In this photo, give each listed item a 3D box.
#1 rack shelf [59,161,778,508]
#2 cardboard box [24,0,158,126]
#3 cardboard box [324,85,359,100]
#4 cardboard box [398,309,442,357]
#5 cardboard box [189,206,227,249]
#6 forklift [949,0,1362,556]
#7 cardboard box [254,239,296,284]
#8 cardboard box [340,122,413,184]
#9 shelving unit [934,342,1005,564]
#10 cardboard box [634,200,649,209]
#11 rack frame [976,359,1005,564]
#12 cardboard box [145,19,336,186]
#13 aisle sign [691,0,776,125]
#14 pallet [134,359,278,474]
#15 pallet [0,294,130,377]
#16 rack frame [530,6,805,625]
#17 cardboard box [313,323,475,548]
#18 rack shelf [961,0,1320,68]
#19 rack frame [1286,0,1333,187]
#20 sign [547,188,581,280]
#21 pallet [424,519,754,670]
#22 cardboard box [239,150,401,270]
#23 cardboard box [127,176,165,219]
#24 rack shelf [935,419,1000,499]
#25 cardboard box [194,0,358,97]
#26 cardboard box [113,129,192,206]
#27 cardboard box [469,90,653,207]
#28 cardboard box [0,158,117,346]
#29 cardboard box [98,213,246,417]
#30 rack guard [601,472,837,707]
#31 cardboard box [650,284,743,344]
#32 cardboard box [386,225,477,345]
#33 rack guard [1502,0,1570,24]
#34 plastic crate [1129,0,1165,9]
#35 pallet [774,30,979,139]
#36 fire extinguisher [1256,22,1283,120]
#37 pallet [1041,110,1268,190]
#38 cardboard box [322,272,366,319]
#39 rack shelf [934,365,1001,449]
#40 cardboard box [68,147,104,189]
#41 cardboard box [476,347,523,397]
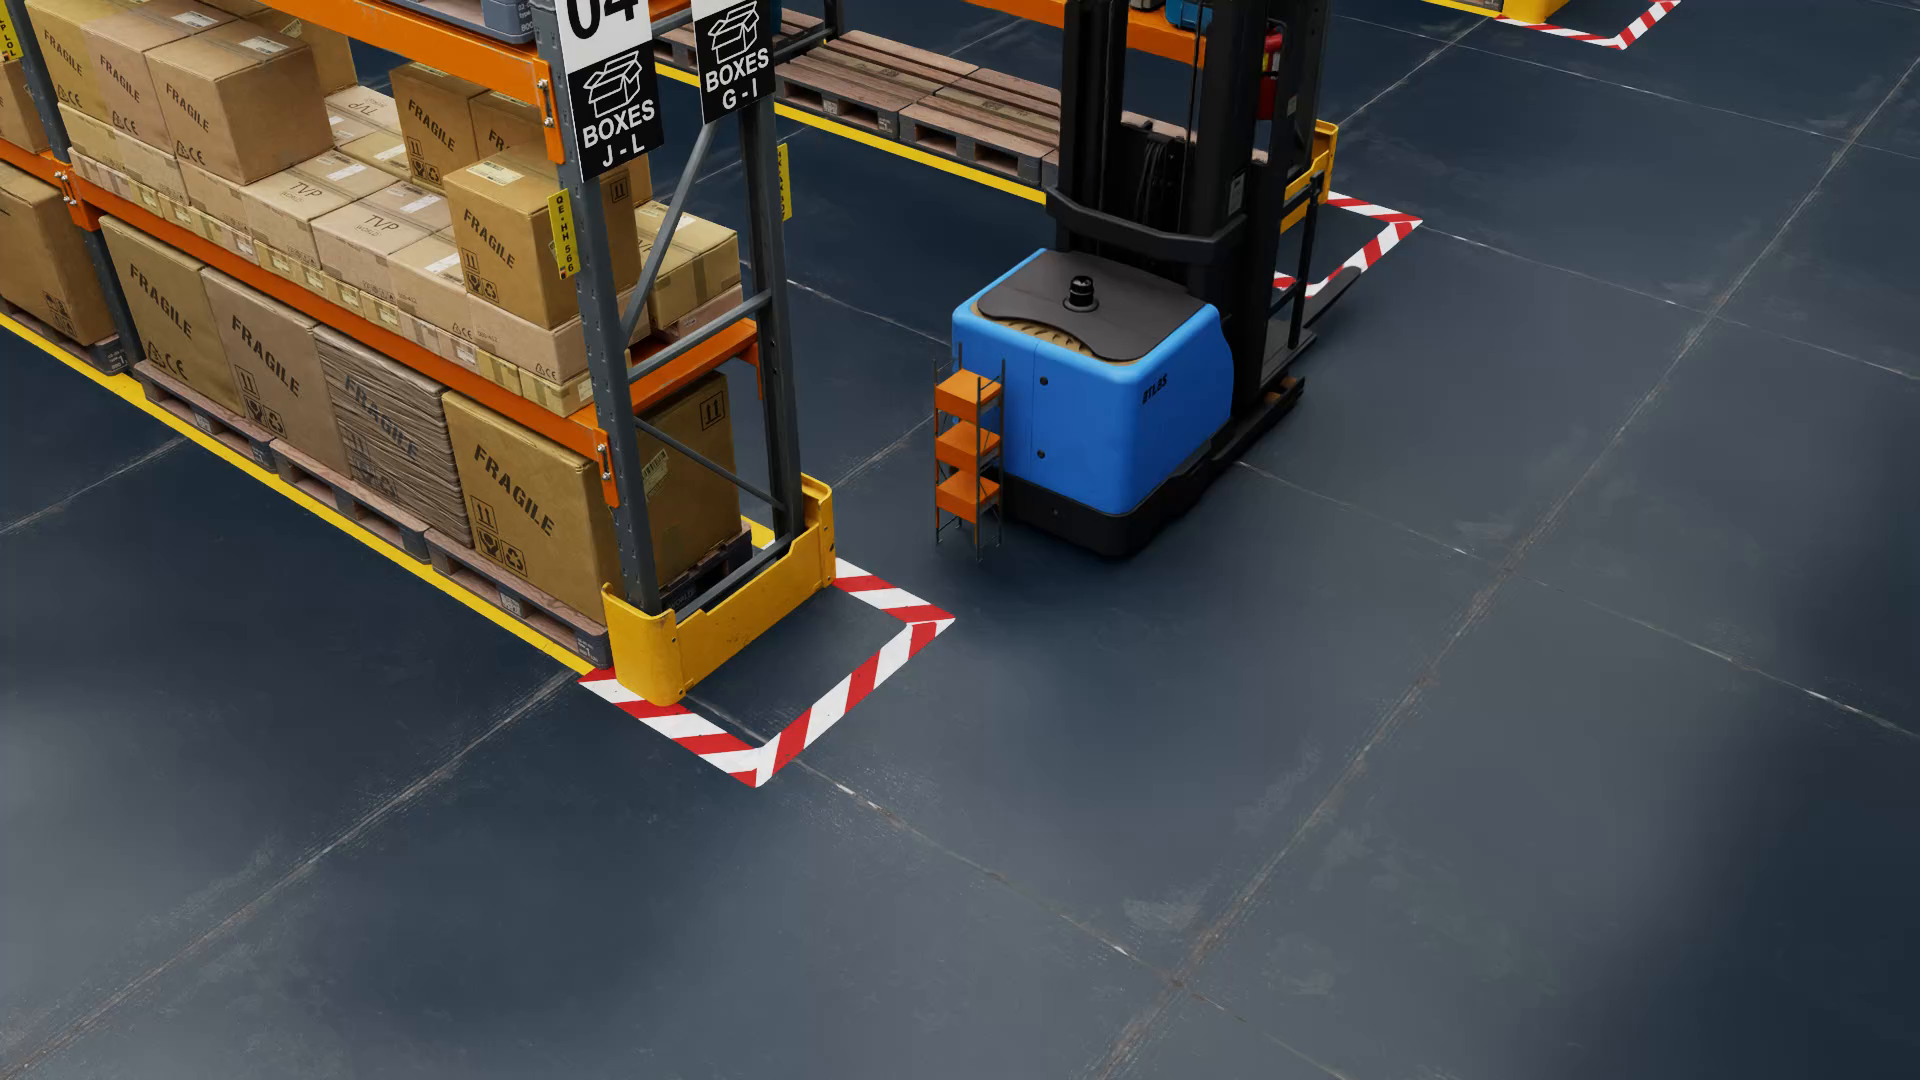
[{"bbox_3d":[-2.659,-1.269,7.881,4.000,0.370,1.077,25,45,29],"label":"rack shelf"},{"bbox_3d":[-4.022,-2.350,7.951,0.500,0.500,0.500,25,45,29],"label":"cardboard box"},{"bbox_3d":[-3.325,-2.130,8.278,0.500,0.250,0.500,27,45,30],"label":"cardboard box"},{"bbox_3d":[-2.158,-0.962,7.109,0.250,0.149,0.380,26,45,29],"label":"cardboard box"},{"bbox_3d":[-3.383,-1.538,7.846,0.250,0.149,0.380,25,44,28],"label":"cardboard box"},{"bbox_3d":[1.213,-1.940,8.211,1.130,2.935,3.031,24,44,27],"label":"forklift"},{"bbox_3d":[-2.975,-1.345,7.600,0.250,0.149,0.380,24,44,27],"label":"cardboard box"},{"bbox_3d":[-2.519,-1.747,7.789,0.500,0.250,0.500,24,44,28],"label":"cardboard box"},{"bbox_3d":[0.042,-0.393,7.762,0.252,1.050,0.215,25,45,29],"label":"shelving unit"},{"bbox_3d":[-1.704,-1.364,7.301,0.500,0.250,0.500,25,44,28],"label":"cardboard box"},{"bbox_3d":[0.139,-0.348,7.703,0.008,1.050,0.200,25,45,29],"label":"rack frame"},{"bbox_3d":[-3.220,-1.969,7.464,0.500,0.500,0.500,24,44,27],"label":"cardboard box"},{"bbox_3d":[-0.831,-1.946,6.055,0.004,0.787,0.394,25,45,29],"label":"aisle sign"},{"bbox_3d":[-3.691,-0.880,9.063,1.213,0.211,1.003,25,45,29],"label":"pallet"},{"bbox_3d":[-4.906,-1.455,9.798,1.213,0.211,1.003,25,45,29],"label":"pallet"},{"bbox_3d":[-1.070,-0.803,6.703,0.127,3.000,1.000,25,45,29],"label":"rack frame"},{"bbox_3d":[-2.350,-0.673,7.920,0.875,0.875,0.875,25,45,29],"label":"cardboard box"},{"bbox_3d":[0.350,-3.694,10.979,4.000,0.370,1.077,25,45,29],"label":"rack shelf"},{"bbox_3d":[1.939,-3.228,9.801,0.127,3.000,1.000,25,45,29],"label":"rack frame"},{"bbox_3d":[-1.411,-1.092,5.940,0.005,0.325,0.100,25,45,29],"label":"sign"},{"bbox_3d":[-1.753,0.034,7.896,1.213,0.211,1.003,25,45,29],"label":"pallet"},{"bbox_3d":[-2.840,-1.486,7.456,0.500,0.250,0.500,25,45,29],"label":"cardboard box"},{"bbox_3d":[-3.796,-1.732,8.093,0.250,0.149,0.380,27,45,30],"label":"cardboard box"},{"bbox_3d":[0.042,-0.385,7.768,0.240,0.259,0.215,25,45,29],"label":"rack shelf"},{"bbox_3d":[-3.324,-2.423,8.045,0.500,0.500,0.500,26,45,29],"label":"cardboard box"},{"bbox_3d":[-3.641,-1.866,7.941,0.500,0.250,0.500,25,44,28],"label":"cardboard box"},{"bbox_3d":[-1.685,-1.655,7.064,0.500,0.500,0.500,24,44,28],"label":"cardboard box"},{"bbox_3d":[-4.768,-1.860,9.436,0.875,0.875,1.225,25,45,29],"label":"cardboard box"},{"bbox_3d":[-3.772,-1.343,8.776,0.875,0.875,0.875,25,45,29],"label":"cardboard box"},{"bbox_3d":[-1.051,0.190,7.462,0.348,0.500,1.175,25,45,29],"label":"rack guard"},{"bbox_3d":[-1.152,-0.998,7.157,0.250,0.149,0.380,26,45,29],"label":"cardboard box"},{"bbox_3d":[-2.019,-1.103,6.966,0.500,0.250,0.500,24,44,28],"label":"cardboard box"},{"bbox_3d":[4.891,-4.696,13.704,0.348,0.500,1.175,25,45,29],"label":"rack guard"},{"bbox_3d":[1.181,-3.365,10.140,0.243,0.136,0.396,25,45,29],"label":"plastic crate"},{"bbox_3d":[-0.631,-3.372,12.246,1.213,0.211,1.003,25,45,29],"label":"pallet"},{"bbox_3d":[1.782,-2.772,9.583,0.183,0.674,0.296,25,45,29],"label":"fire extinguisher"},{"bbox_3d":[1.307,-2.458,11.079,1.213,0.211,1.003,25,45,29],"label":"pallet"},{"bbox_3d":[-2.572,-1.155,7.356,0.250,0.149,0.380,25,45,29],"label":"cardboard box"},{"bbox_3d":[0.042,-0.608,7.593,0.240,0.259,0.215,25,45,29],"label":"rack shelf"},{"bbox_3d":[-4.215,-1.928,8.344,0.250,0.149,0.380,25,45,29],"label":"cardboard box"},{"bbox_3d":[-1.761,-0.773,6.868,0.250,0.149,0.380,26,45,29],"label":"cardboard box"}]
